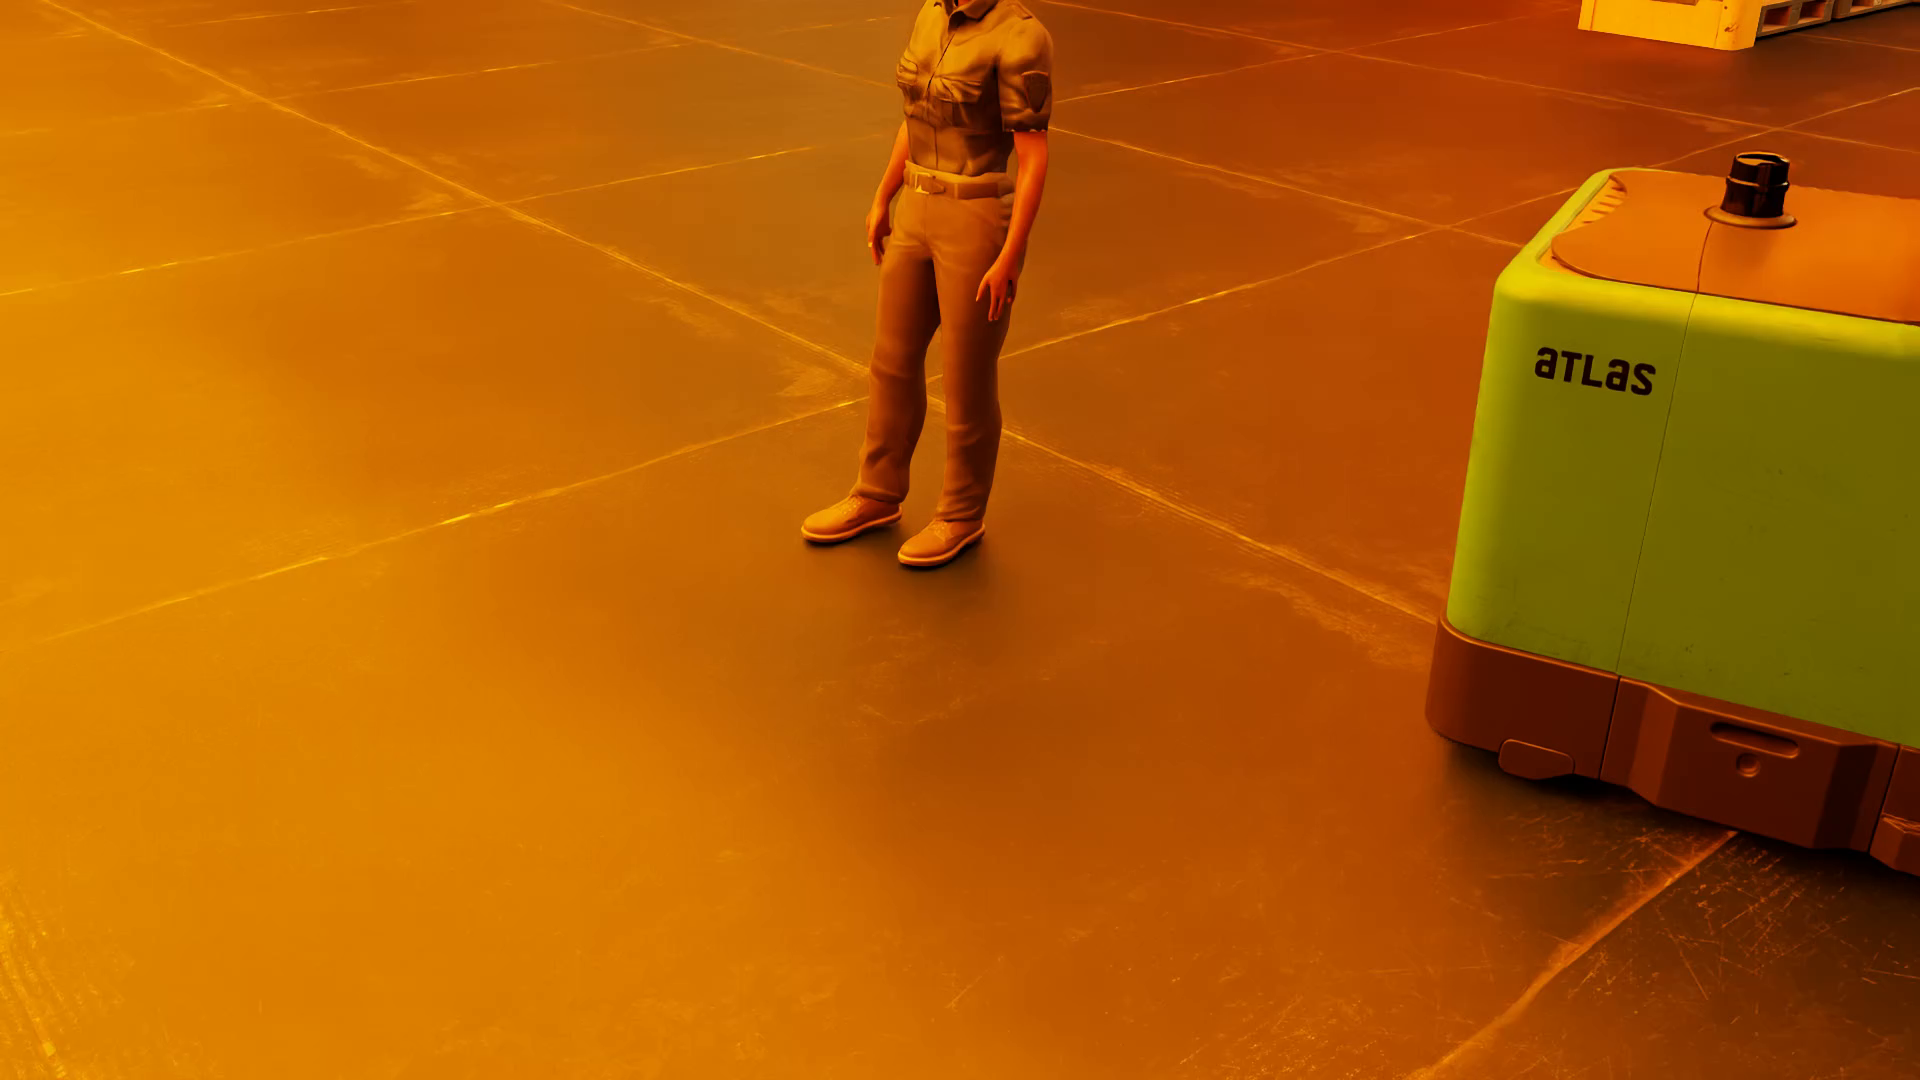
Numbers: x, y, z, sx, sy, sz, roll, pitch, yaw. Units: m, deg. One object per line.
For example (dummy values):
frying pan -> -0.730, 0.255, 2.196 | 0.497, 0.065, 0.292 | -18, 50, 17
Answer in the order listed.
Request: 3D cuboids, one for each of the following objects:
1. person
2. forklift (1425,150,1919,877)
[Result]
person -> -0.080, -0.730, 4.093 | 0.503, 1.656, 0.569 | -20, 33, -35
forklift -> 2.536, -0.715, 2.644 | 3.031, 2.935, 1.130 | 14, 30, 26
